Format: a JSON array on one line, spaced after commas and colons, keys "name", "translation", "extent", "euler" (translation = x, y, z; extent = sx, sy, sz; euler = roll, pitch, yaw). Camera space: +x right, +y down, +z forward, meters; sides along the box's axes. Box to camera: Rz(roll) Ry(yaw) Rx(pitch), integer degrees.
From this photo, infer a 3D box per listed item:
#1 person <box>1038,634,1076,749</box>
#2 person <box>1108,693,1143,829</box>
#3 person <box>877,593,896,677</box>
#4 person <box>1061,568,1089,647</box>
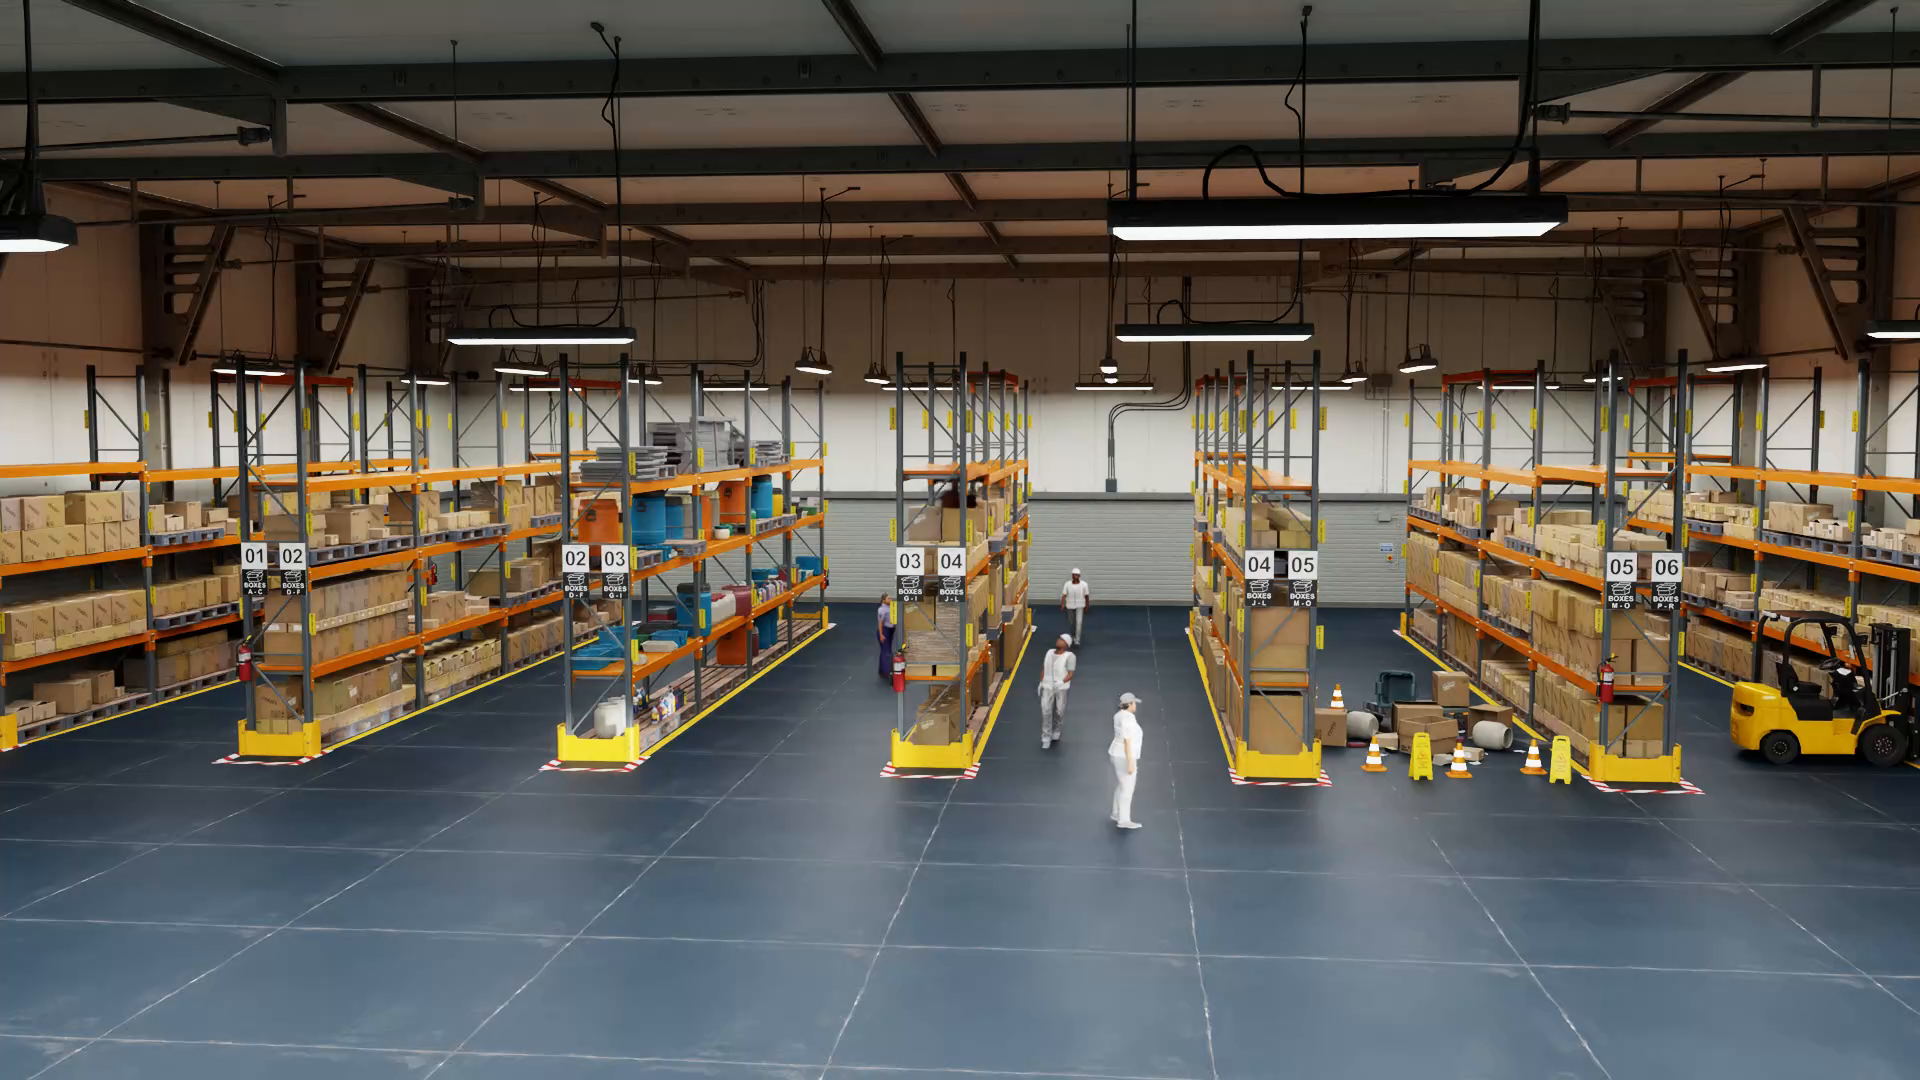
[{"name": "person", "translation": [1.489, 2.360, 25.774], "extent": [0.608, 1.787, 0.834], "euler": [1, 4, 9]}, {"name": "person", "translation": [2.054, 2.742, 20.580], "extent": [0.403, 1.713, 0.563], "euler": [-1, 4, -8]}, {"name": "person", "translation": [-1.391, 1.868, 32.618], "extent": [0.510, 1.668, 0.503], "euler": [1, 4, 17]}, {"name": "person", "translation": [2.574, 1.500, 37.178], "extent": [0.605, 1.730, 1.013], "euler": [1, 4, 11]}]
